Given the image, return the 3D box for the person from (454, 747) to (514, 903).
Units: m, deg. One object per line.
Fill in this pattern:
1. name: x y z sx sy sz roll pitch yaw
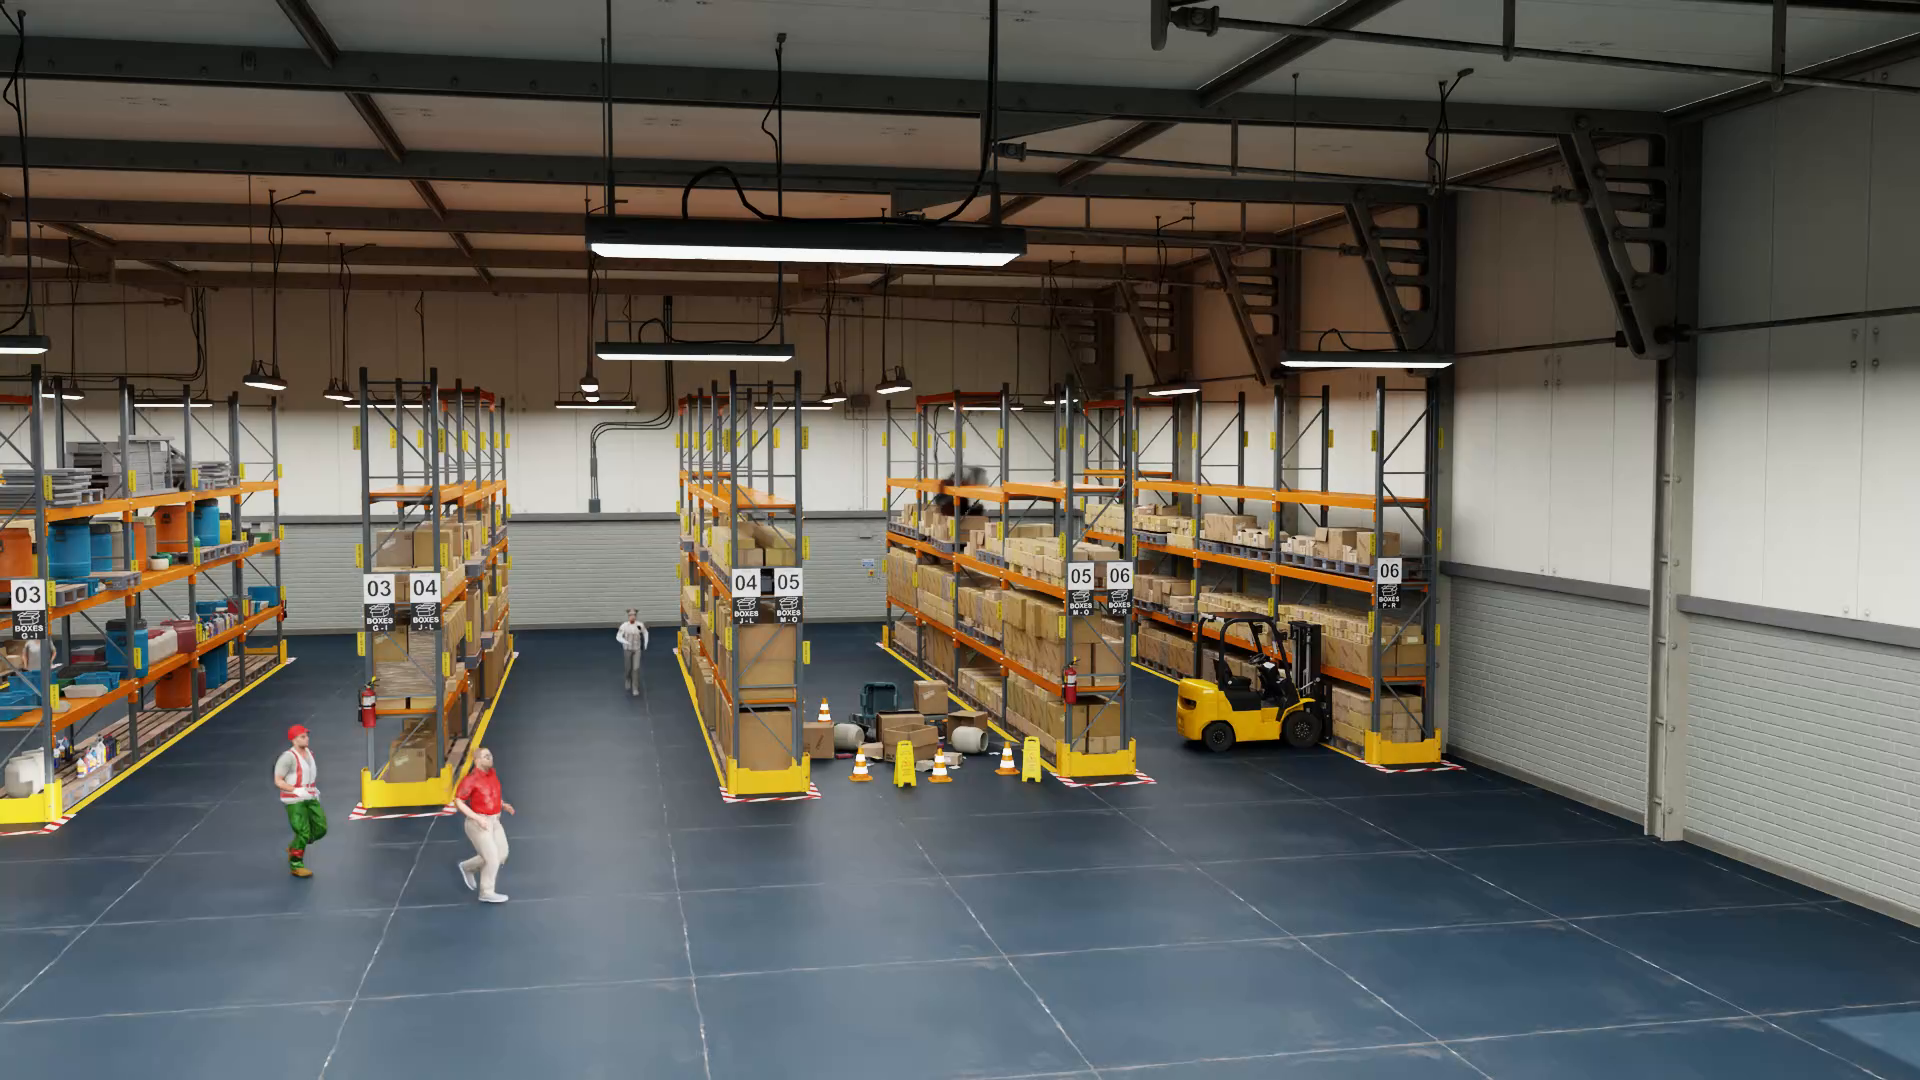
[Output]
1. person: -5.207 3.083 18.056 0.664 1.682 0.656 1 4 17

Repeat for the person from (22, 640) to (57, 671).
1. person: -16.841 2.382 30.429 0.571 1.639 0.715 -2 4 -24

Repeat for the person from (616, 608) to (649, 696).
1. person: -6.488 2.197 32.977 0.638 1.715 0.818 -1 4 -14

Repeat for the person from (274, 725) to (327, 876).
1. person: -7.573 2.988 19.090 0.586 1.745 0.661 1 4 18
